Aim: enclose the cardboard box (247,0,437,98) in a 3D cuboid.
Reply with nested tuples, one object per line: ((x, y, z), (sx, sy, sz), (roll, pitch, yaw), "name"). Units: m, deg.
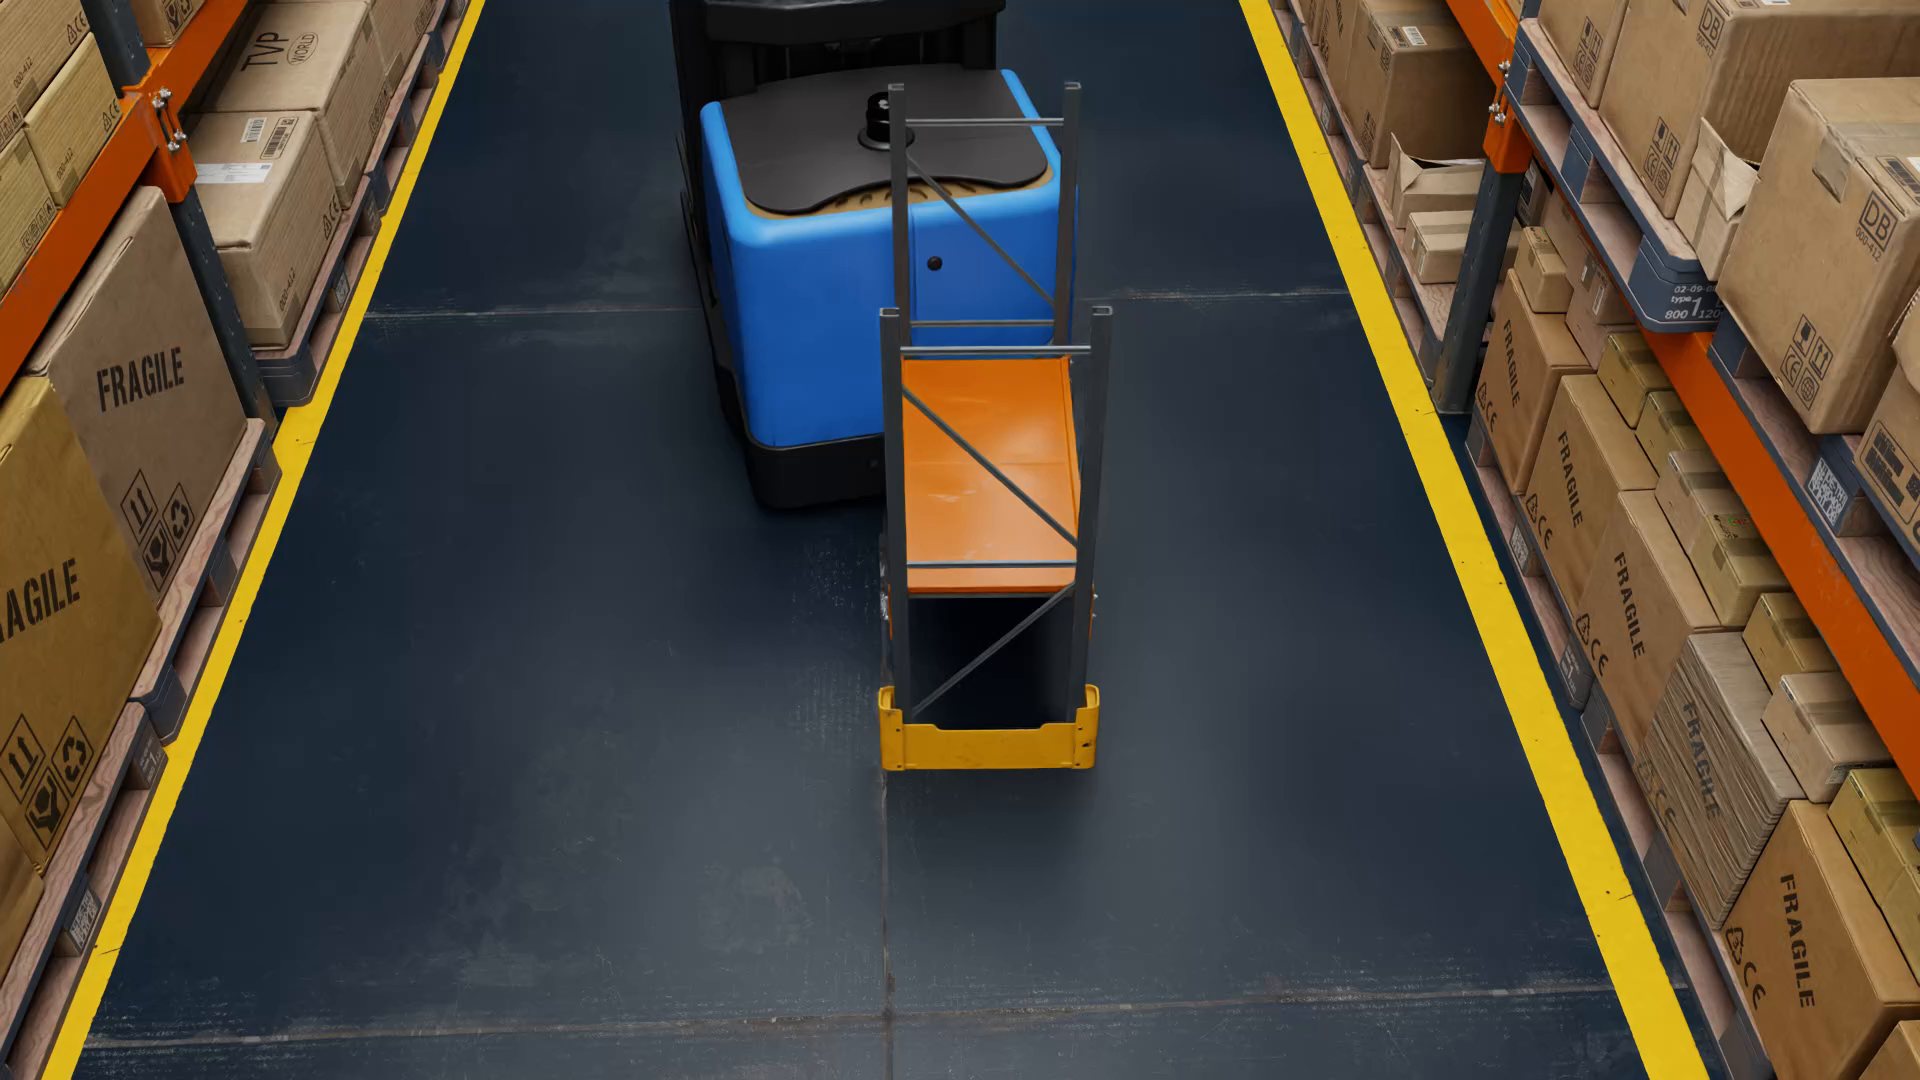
((-2.814, -2.292, 7.115), (0.875, 0.438, 0.875), (-1, 43, -1), "cardboard box")

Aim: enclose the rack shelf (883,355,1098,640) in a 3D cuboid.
((0.071, -0.149, 4.568), (0.538, 0.185, 1.000), (-1, 43, -1), "rack shelf")

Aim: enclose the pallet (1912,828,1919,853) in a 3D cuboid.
((2.210, 0.729, 2.376), (1.213, 0.211, 1.003), (-2, 43, -2), "pallet")

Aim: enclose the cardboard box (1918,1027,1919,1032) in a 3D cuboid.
((2.026, 0.953, 3.049), (0.380, 0.149, 0.250), (-3, 43, -3), "cardboard box")

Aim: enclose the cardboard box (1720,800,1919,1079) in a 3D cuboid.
((2.041, 0.910, 3.576), (0.500, 0.500, 0.500), (0, 43, 0), "cardboard box")

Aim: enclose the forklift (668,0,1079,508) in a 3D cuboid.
((-0.473, -2.189, 5.469), (1.130, 2.935, 3.031), (-9, 43, -10), "forklift")

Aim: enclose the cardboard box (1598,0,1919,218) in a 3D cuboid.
((1.958, -1.095, 3.840), (0.700, 0.500, 0.500), (-1, 43, -1), "cardboard box")

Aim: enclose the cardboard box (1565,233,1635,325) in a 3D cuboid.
((1.948, -0.744, 4.681), (0.380, 0.149, 0.250), (-4, 43, -4), "cardboard box")

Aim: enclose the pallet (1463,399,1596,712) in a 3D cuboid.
((2.212, -0.010, 5.105), (1.003, 0.211, 1.213), (-2, 43, -2), "pallet")

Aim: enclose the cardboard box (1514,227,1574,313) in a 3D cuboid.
((1.889, -0.809, 4.972), (0.380, 0.149, 0.250), (0, 43, 0), "cardboard box")

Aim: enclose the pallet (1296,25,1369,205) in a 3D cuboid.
((2.056, -1.847, 7.109), (1.003, 0.211, 1.213), (-2, 43, -2), "pallet")

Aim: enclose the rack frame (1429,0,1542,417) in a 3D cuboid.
((2.139, -1.586, 4.760), (1.000, 3.000, 0.127), (-2, 43, -2), "rack frame")

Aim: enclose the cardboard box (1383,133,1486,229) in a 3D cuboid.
((1.807, -1.342, 6.206), (0.396, 0.266, 0.258), (0, 43, 0), "cardboard box")

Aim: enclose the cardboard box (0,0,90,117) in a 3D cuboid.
((-2.558, -1.280, 4.167), (0.500, 0.250, 0.500), (-2, 43, -2), "cardboard box")

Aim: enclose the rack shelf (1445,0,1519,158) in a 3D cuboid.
((2.054, -2.671, 6.477), (1.077, 0.370, 4.000), (-2, 43, -2), "rack shelf")

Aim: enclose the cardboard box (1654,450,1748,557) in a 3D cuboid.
((1.999, -0.097, 4.195), (0.380, 0.149, 0.250), (-2, 43, -2), "cardboard box")

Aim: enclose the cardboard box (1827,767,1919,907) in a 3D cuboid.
((2.049, 0.605, 3.429), (0.380, 0.149, 0.250), (-2, 43, -2), "cardboard box")

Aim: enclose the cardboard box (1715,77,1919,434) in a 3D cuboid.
((1.992, -0.565, 3.262), (0.700, 0.500, 0.500), (-2, 43, -2), "cardboard box")

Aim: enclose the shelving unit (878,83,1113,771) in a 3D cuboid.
((0.071, -0.287, 4.454), (0.587, 1.500, 1.083), (-1, 43, -1), "shelving unit")

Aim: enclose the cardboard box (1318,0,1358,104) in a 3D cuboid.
((1.821, -2.166, 6.933), (0.500, 0.500, 0.500), (-1, 43, -1), "cardboard box")

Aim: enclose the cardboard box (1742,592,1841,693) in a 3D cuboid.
((2.047, 0.252, 3.814), (0.380, 0.149, 0.250), (-1, 43, -2), "cardboard box")

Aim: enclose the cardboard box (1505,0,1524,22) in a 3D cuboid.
((1.873, -1.702, 5.072), (0.380, 0.149, 0.250), (-1, 43, -1), "cardboard box")

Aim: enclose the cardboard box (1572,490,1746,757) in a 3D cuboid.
((1.984, 0.210, 4.340), (0.500, 0.500, 0.500), (-3, 43, -3), "cardboard box")

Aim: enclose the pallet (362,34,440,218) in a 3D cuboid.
((-2.829, -1.754, 7.008), (1.003, 0.211, 1.213), (-2, 43, -2), "pallet")

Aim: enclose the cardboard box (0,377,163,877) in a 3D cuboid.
((-2.667, 0.213, 4.059), (0.875, 0.875, 0.875), (-1, 43, -1), "cardboard box")

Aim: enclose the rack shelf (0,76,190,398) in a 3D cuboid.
((-2.735, 0.174, 3.372), (1.077, 0.370, 4.000), (-2, 43, -2), "rack shelf")

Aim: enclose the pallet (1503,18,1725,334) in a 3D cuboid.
((2.064, -0.973, 4.233), (1.003, 0.211, 1.213), (-2, 43, -2), "pallet")

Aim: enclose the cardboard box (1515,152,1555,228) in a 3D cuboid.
((2.347, -1.203, 6.021), (0.500, 0.311, 0.500), (0, 43, 0), "cardboard box")

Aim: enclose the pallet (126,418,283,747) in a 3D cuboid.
((-2.712, 0.106, 4.979), (1.003, 0.211, 1.213), (-2, 43, -2), "pallet")

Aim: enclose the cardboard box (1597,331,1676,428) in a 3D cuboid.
((2.000, -0.451, 4.581), (0.380, 0.149, 0.250), (-4, 43, -4), "cardboard box")

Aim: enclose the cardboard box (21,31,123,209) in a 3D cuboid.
((-2.549, -1.090, 4.331), (0.500, 0.250, 0.500), (-3, 43, -3), "cardboard box")

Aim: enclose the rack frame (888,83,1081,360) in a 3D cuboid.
((0.064, -0.625, 4.822), (0.500, 1.500, 0.032), (-1, 43, -1), "rack frame")

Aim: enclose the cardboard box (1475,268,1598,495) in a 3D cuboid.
((1.935, -0.486, 5.100), (0.500, 0.500, 0.500), (0, 43, 0), "cardboard box")

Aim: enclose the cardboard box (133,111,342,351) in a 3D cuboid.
((-2.739, -1.078, 5.792), (0.875, 0.438, 0.875), (-2, 43, -2), "cardboard box")
